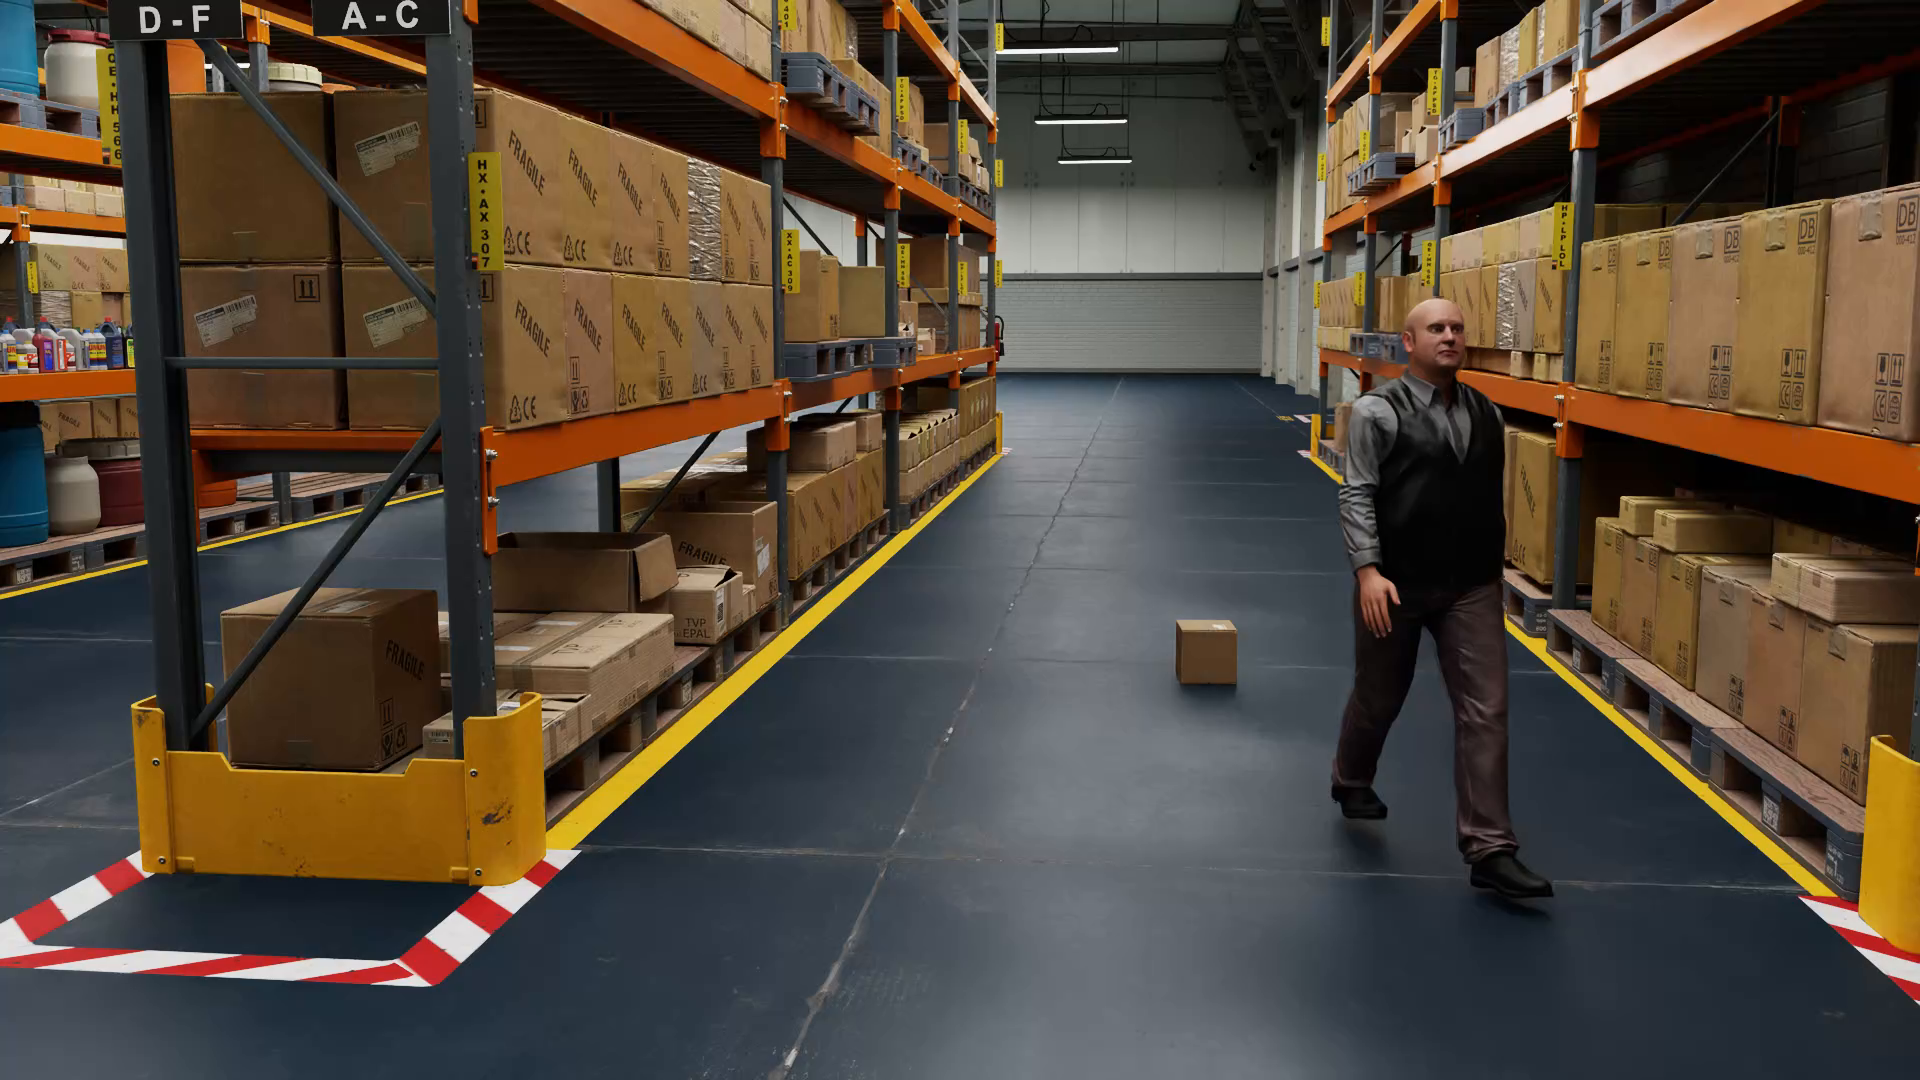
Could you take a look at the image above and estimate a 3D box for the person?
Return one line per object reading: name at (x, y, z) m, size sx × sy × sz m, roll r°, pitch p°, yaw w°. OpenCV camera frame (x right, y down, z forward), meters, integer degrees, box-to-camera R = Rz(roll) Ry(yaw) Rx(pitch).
person at (1.385, 0.133, 4.901) m, size 0.560 × 1.675 × 1.024 m, roll -1°, pitch 8°, yaw -9°
